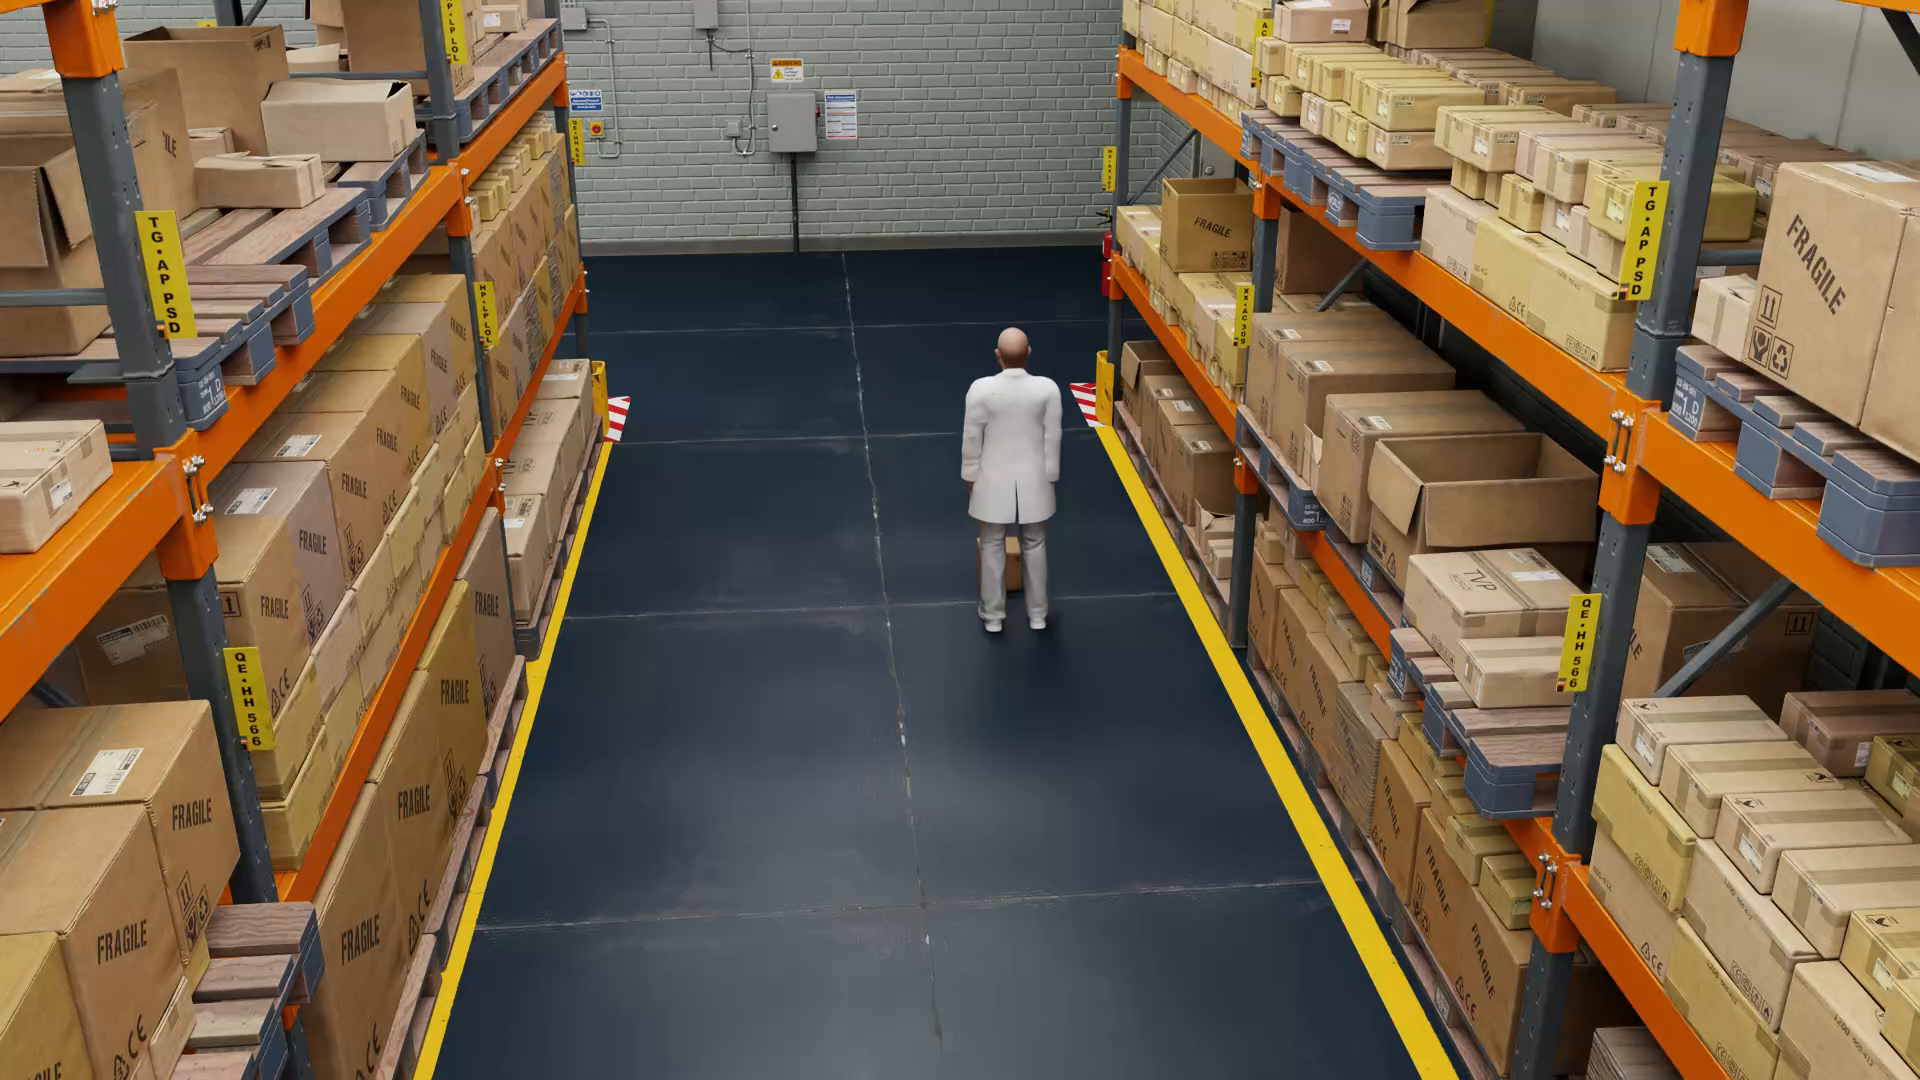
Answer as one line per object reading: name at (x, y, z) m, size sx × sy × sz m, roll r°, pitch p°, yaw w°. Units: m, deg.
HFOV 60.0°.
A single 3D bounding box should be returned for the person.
person at (0.284, -0.349, 9.426) m, size 0.562 × 1.779 × 0.388 m, roll -2°, pitch 23°, yaw -4°
